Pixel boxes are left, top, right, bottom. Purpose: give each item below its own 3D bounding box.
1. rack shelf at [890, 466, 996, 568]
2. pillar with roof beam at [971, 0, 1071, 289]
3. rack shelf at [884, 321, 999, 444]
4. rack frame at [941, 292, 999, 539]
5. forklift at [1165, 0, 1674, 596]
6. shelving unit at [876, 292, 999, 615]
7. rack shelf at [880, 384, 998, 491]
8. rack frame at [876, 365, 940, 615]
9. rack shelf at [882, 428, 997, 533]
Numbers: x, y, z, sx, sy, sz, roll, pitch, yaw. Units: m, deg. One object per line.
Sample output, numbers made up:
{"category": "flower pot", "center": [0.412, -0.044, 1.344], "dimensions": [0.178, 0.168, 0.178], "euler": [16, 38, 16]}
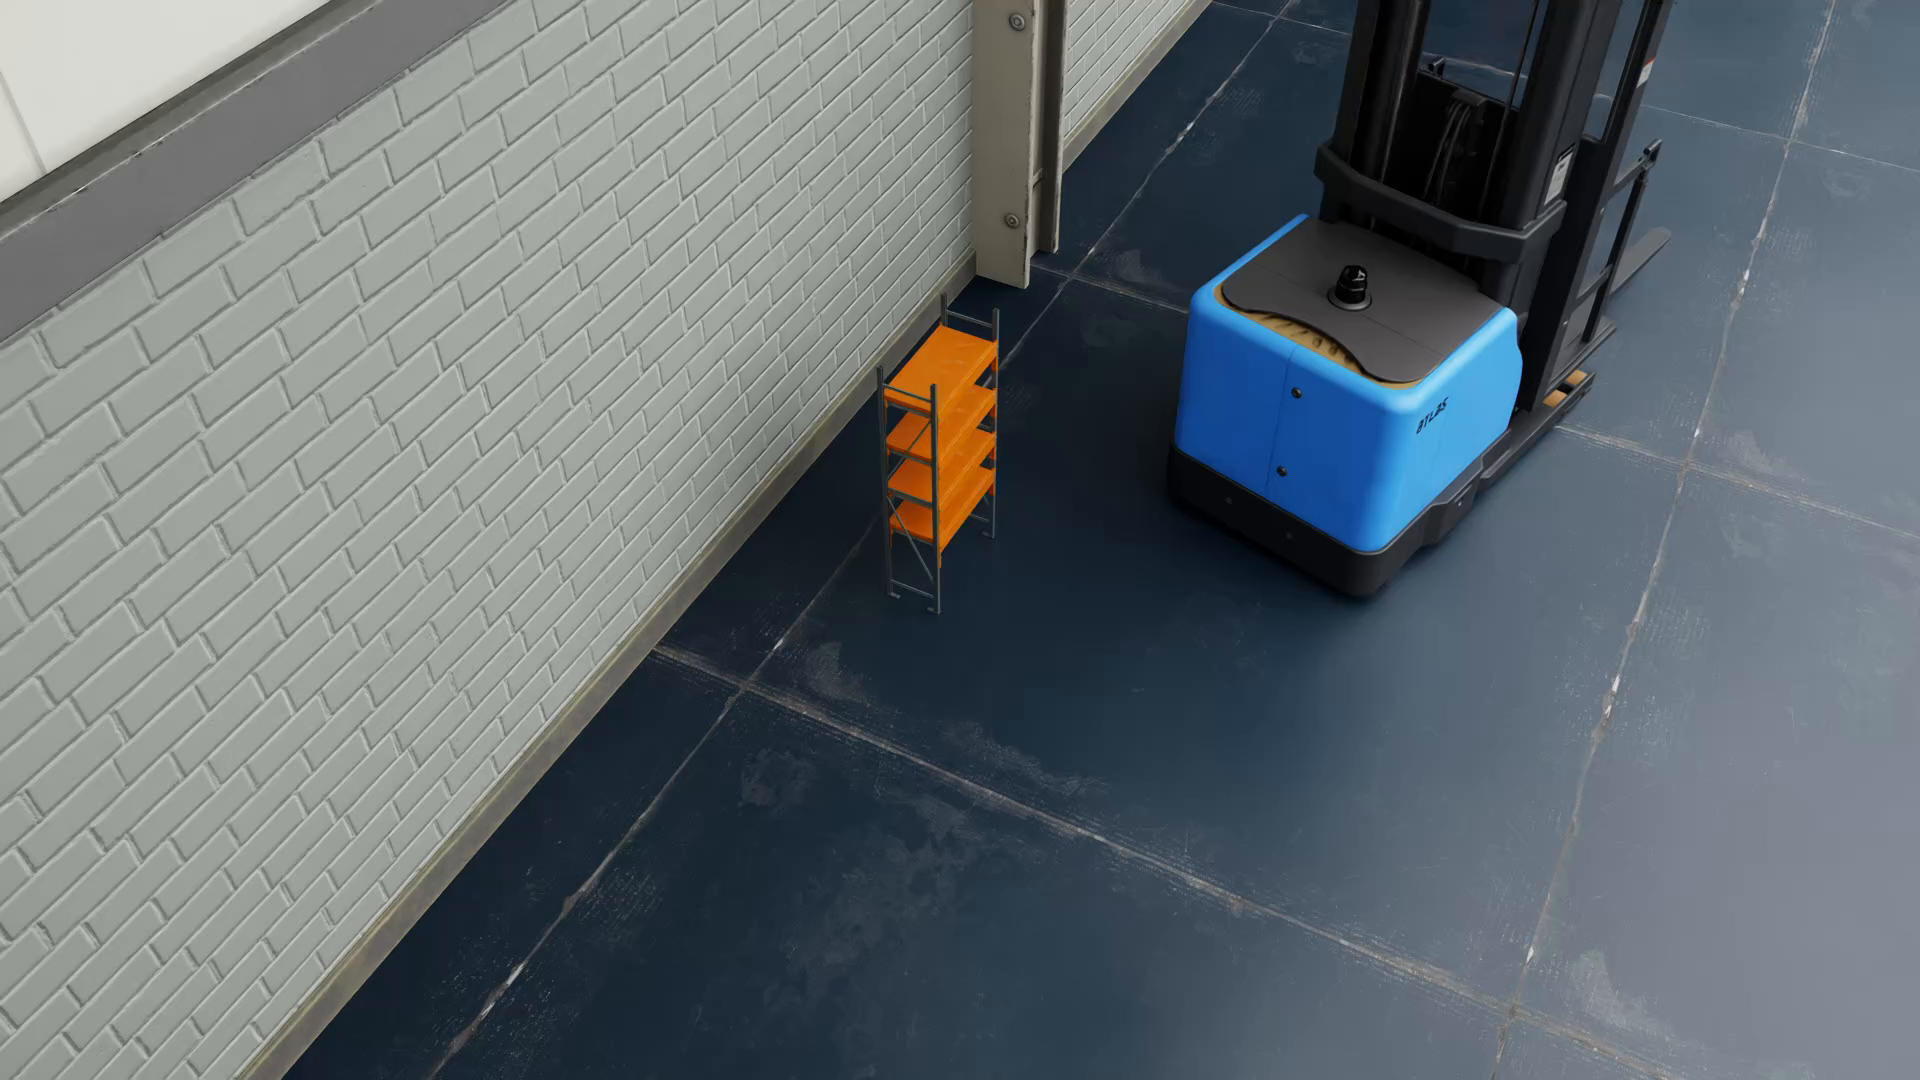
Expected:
{"category": "rack shelf", "center": [-0.077, -0.131, 6.689], "dimensions": [0.258, 0.148, 0.480], "euler": [20, 49, 19]}
{"category": "pillar with roof beam", "center": [4.089, -3.163, 3.829], "dimensions": [9.100, 9.000, 0.400], "euler": [20, 49, 19]}
{"category": "rack shelf", "center": [-0.077, -0.594, 6.221], "dimensions": [0.258, 0.148, 0.480], "euler": [20, 49, 19]}
{"category": "rack frame", "center": [0.036, -0.471, 6.652], "dimensions": [0.240, 1.200, 0.015], "euler": [20, 49, 19]}
{"category": "forklift", "center": [2.253, -1.769, 6.717], "dimensions": [1.130, 2.935, 3.031], "euler": [33, 54, 28]}
{"category": "shelving unit", "center": [-0.077, -0.317, 6.500], "dimensions": [0.258, 1.200, 0.503], "euler": [20, 49, 19]}
{"category": "rack shelf", "center": [-0.077, -0.427, 6.389], "dimensions": [0.258, 0.148, 0.480], "euler": [20, 49, 19]}
{"category": "rack frame", "center": [-0.190, -0.164, 6.348], "dimensions": [0.240, 1.200, 0.015], "euler": [20, 49, 19]}
{"category": "rack shelf", "center": [-0.077, -0.270, 6.548], "dimensions": [0.258, 0.148, 0.480], "euler": [20, 49, 19]}
